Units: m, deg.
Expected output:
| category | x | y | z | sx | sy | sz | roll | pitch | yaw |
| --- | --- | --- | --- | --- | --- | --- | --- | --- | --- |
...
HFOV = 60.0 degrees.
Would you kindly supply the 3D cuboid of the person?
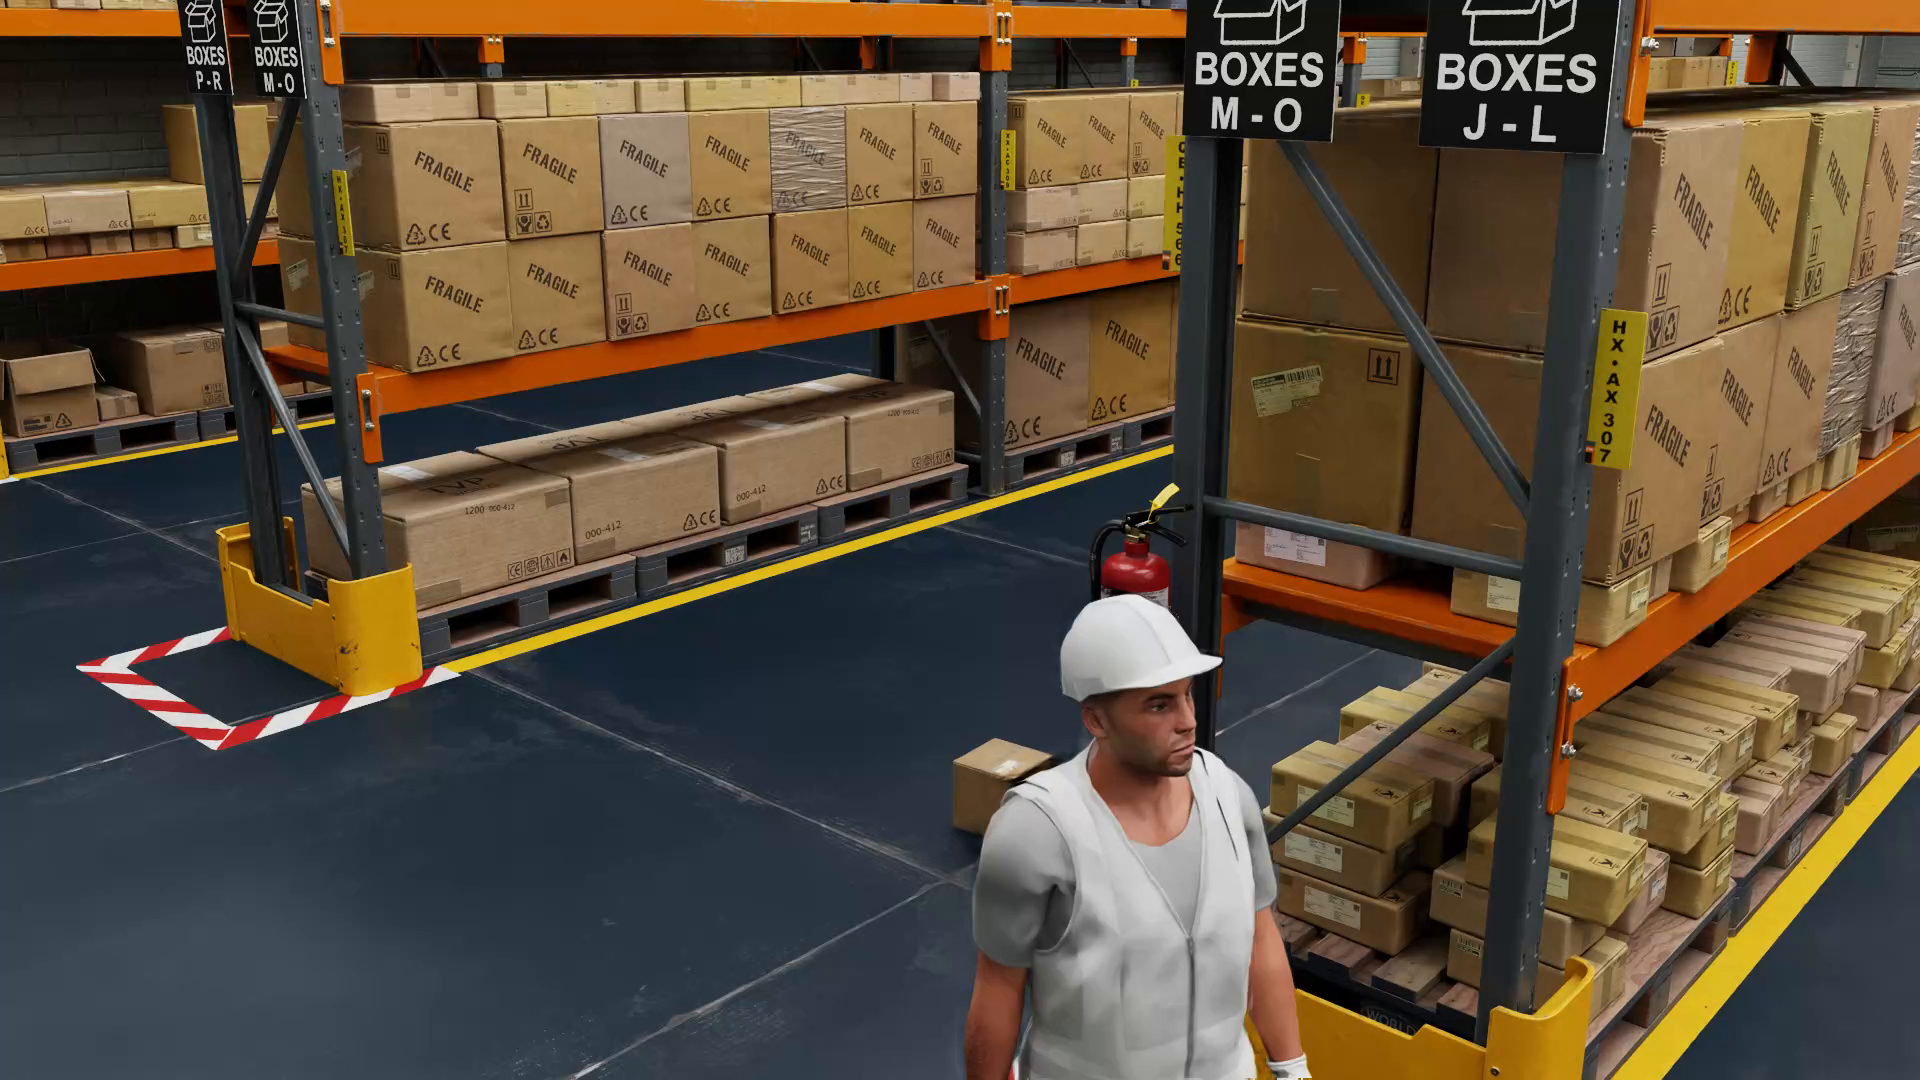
| category | x | y | z | sx | sy | sz | roll | pitch | yaw |
| --- | --- | --- | --- | --- | --- | --- | --- | --- | --- |
| person | 0.319 | 0.988 | 2.747 | 0.596 | 1.841 | 0.580 | -10 | 19 | -30 |
